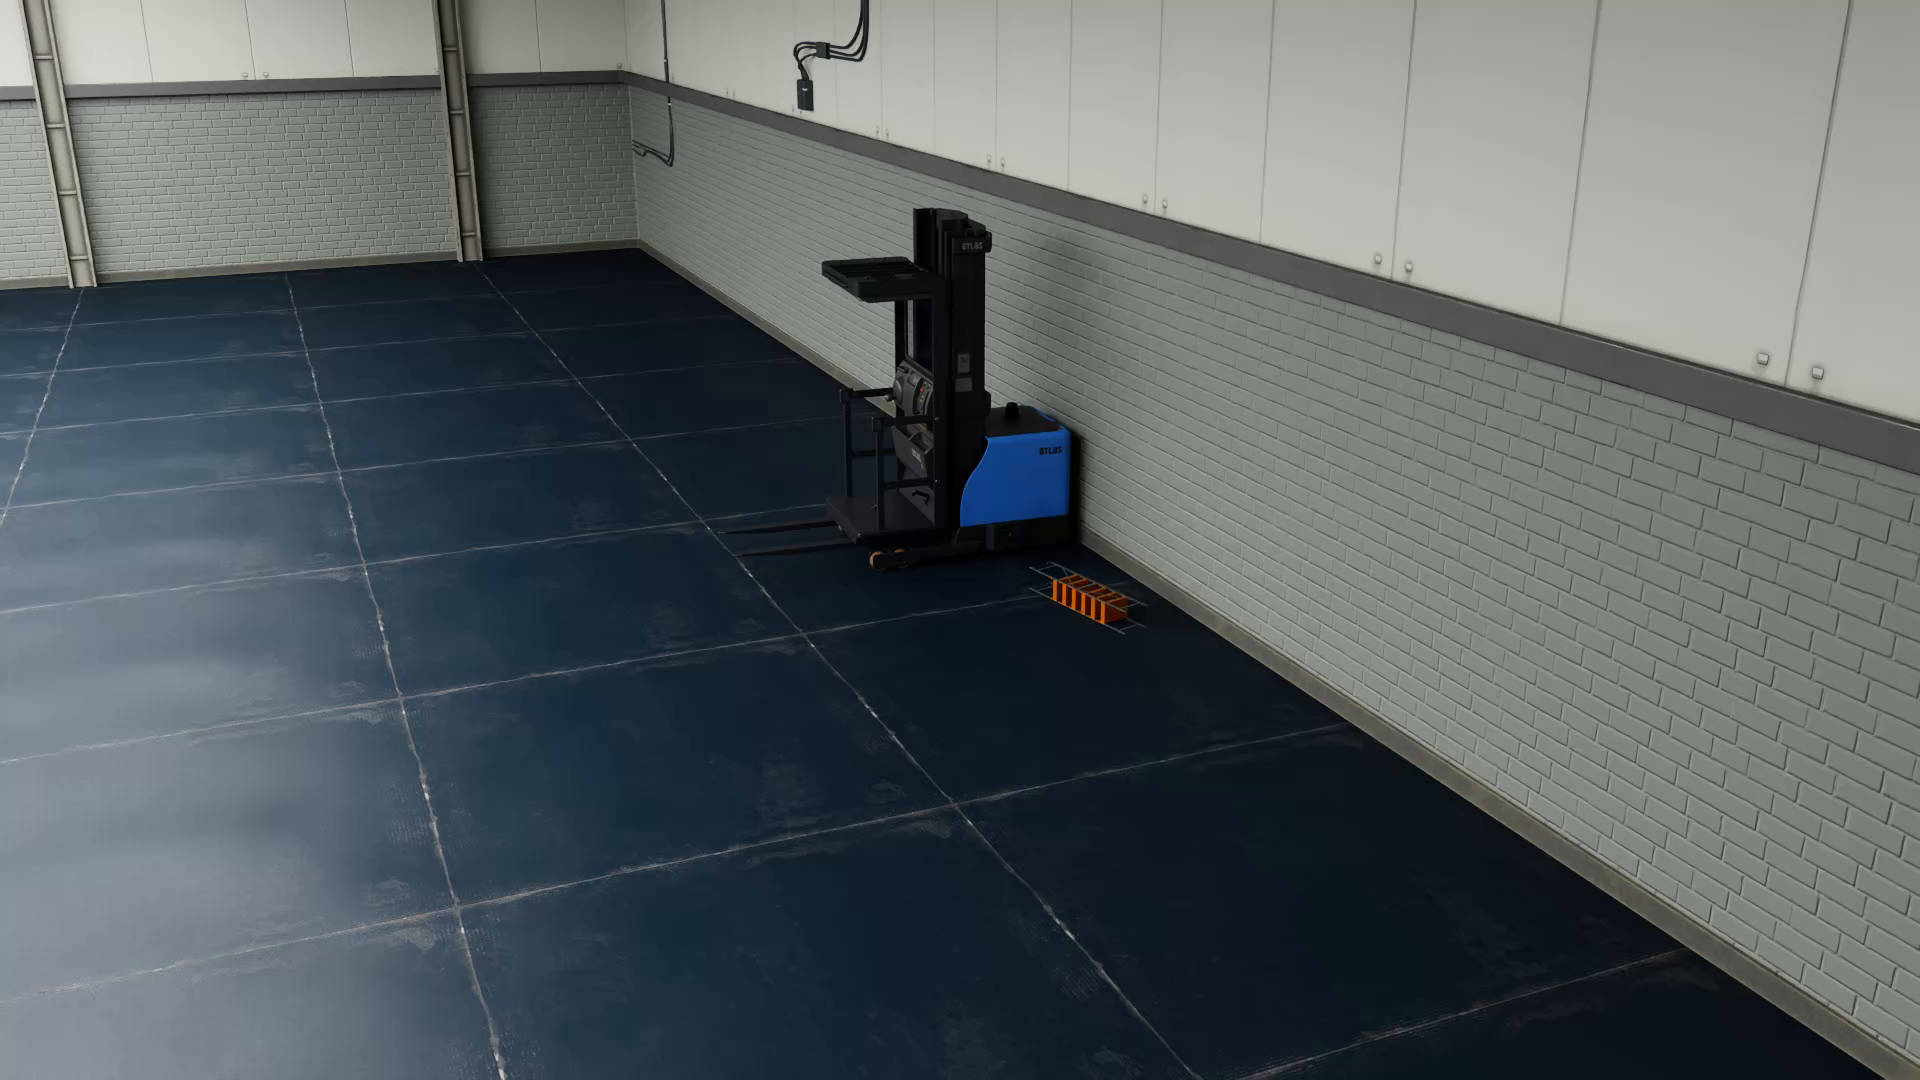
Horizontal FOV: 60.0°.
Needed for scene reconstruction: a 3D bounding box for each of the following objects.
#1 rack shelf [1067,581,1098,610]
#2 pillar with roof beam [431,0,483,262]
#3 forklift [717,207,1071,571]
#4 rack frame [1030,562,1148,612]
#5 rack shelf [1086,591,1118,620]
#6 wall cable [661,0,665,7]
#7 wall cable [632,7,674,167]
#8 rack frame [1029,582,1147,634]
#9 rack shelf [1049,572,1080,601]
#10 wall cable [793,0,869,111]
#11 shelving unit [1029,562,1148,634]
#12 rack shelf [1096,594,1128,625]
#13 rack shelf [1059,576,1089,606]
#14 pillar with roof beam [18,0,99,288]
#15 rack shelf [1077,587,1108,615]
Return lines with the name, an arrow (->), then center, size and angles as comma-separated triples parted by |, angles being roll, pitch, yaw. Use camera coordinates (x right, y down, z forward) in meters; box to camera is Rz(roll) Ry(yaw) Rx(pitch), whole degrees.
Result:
rack shelf -> 0.998, 0.445, 13.462 | 0.258, 0.180, 0.103 | -13, 24, -33
pillar with roof beam -> -6.779, -7.786, 23.586 | 0.400, 9.000, 9.100 | -8, 21, -22
forklift -> -0.590, -1.313, 14.339 | 3.031, 2.935, 1.130 | -7, 20, -18
rack frame -> 1.025, 0.371, 13.397 | 0.240, 0.006, 1.200 | -13, 24, -33
rack shelf -> 1.139, 0.511, 13.278 | 0.258, 0.180, 0.103 | -13, 24, -33
wall cable -> -4.183, -9.176, 24.604 | 0.112, 2.526, 3.097 | -8, 21, -22
wall cable -> -5.255, -7.619, 27.786 | 0.112, 2.526, 3.097 | -8, 21, -22
rack frame -> 1.024, 0.544, 13.458 | 0.240, 0.006, 1.200 | -13, 24, -33
rack shelf -> 0.858, 0.379, 13.645 | 0.258, 0.180, 0.103 | -13, 24, -33
wall cable -> -1.509, -7.790, 18.477 | 0.169, 6.003, 2.305 | -8, 21, -22
shelving unit -> 1.024, 0.457, 13.428 | 0.258, 0.189, 1.200 | -13, 24, -33
rack shelf -> 1.209, 0.544, 13.187 | 0.258, 0.180, 0.103 | -13, 24, -33
rack shelf -> 0.928, 0.412, 13.553 | 0.258, 0.180, 0.103 | -13, 24, -33
pillar with roof beam -> -12.288, -6.997, 21.345 | 0.400, 9.000, 9.100 | -8, 21, -22
rack shelf -> 1.068, 0.478, 13.370 | 0.258, 0.180, 0.103 | -13, 24, -33
